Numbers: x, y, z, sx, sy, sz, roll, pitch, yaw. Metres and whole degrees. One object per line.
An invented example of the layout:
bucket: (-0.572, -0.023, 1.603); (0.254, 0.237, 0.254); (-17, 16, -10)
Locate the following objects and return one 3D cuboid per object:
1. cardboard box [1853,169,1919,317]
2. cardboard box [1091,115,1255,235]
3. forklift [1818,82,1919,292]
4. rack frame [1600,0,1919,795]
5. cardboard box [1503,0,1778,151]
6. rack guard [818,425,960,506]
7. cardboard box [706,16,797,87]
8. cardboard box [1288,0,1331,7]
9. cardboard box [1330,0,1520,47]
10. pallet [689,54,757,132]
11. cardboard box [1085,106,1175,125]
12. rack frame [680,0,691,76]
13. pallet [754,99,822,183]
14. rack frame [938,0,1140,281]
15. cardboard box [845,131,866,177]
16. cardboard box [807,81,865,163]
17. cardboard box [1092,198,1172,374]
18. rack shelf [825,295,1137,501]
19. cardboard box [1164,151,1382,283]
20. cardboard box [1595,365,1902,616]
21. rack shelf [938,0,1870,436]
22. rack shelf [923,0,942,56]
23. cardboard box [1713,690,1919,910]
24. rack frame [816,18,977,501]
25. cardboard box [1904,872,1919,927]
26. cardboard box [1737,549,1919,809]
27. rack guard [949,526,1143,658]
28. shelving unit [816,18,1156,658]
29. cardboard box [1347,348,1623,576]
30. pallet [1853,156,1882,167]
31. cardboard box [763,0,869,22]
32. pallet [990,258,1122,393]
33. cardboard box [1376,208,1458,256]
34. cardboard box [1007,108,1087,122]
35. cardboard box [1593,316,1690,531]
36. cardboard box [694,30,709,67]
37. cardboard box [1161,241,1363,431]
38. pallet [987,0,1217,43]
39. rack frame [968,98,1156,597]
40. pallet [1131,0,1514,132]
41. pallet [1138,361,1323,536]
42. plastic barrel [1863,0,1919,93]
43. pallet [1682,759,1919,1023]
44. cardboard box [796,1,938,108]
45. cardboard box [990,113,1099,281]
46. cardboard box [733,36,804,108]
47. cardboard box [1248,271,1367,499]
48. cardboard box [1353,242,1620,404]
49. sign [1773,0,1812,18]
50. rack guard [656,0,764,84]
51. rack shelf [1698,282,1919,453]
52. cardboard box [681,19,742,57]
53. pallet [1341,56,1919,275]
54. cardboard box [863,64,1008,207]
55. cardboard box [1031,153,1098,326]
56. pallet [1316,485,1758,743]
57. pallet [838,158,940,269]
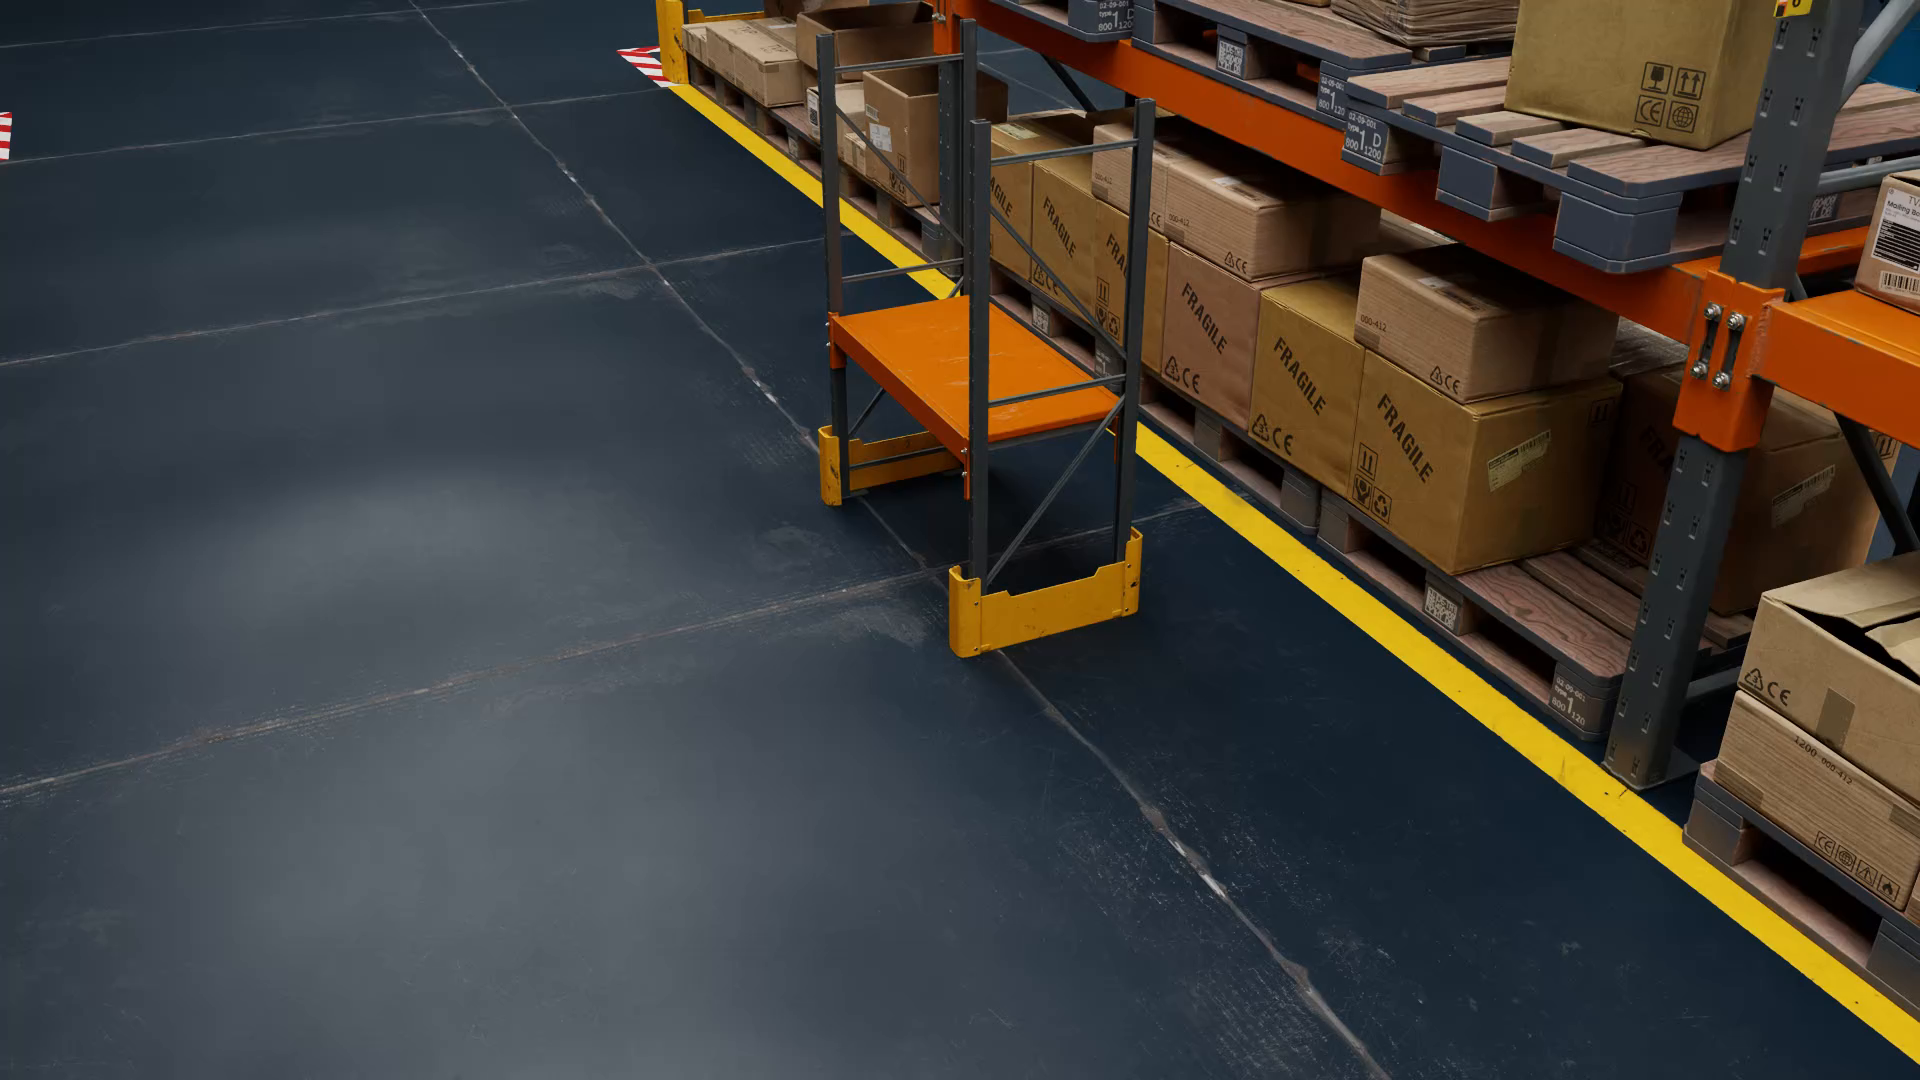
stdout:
cardboard box: (2.220, -0.600, 3.344); (0.500, 0.311, 0.500); (-11, 31, -19)
cardboard box: (0.803, -1.298, 5.836); (0.500, 0.250, 0.500); (-13, 32, -22)
forklift: (3.487, -2.417, 6.563); (1.130, 2.935, 3.031); (-20, 35, -31)
rack frame: (2.103, -0.808, 3.625); (1.000, 3.000, 0.127); (-13, 32, -22)
cardboard box: (1.731, -1.290, 3.952); (0.700, 0.500, 0.500); (-26, 38, -38)
rack guard: (-0.181, -0.295, 5.521); (0.587, 0.250, 0.087); (-13, 32, -22)
cardboard box: (-1.139, -2.814, 9.563); (0.500, 0.250, 0.500); (-13, 32, -22)
cardboard box: (1.200, -2.035, 5.280); (0.700, 0.500, 0.500); (-22, 36, -34)
cardboard box: (1.511, -1.734, 4.744); (0.700, 0.500, 0.500); (-7, 30, -13)
pallet: (-0.955, -2.740, 9.922); (1.003, 0.211, 1.213); (-13, 32, -22)
cardboard box: (0.857, -1.519, 6.998); (0.500, 0.500, 0.500); (-13, 32, -22)
rack frame: (-1.331, -4.342, 9.927); (1.000, 3.000, 0.127); (-13, 32, -22)
pallet: (-0.436, -2.202, 8.962); (1.003, 0.211, 1.213); (-13, 32, -22)
rack frame: (0.386, -2.575, 6.776); (1.000, 3.000, 0.127); (-13, 32, -22)
cardboard box: (-0.330, -1.869, 7.981); (0.380, 0.149, 0.250); (-13, 32, -22)
cardboard box: (-0.437, -2.118, 8.259); (0.500, 0.311, 0.500); (-13, 32, -22)
cardboard box: (0.820, -0.957, 5.995); (0.500, 0.500, 0.500); (-13, 32, -21)
rack shelf: (0.037, -0.460, 4.904); (0.538, 0.185, 1.000); (-13, 32, -22)
cardboard box: (1.019, -1.076, 5.441); (0.500, 0.250, 0.500); (-14, 32, -23)
cardboard box: (2.166, -0.171, 4.594); (0.500, 0.500, 0.500); (-12, 31, -20)
rack shelf: (1.245, -1.378, 5.376); (1.077, 0.370, 4.000); (-13, 32, -22)
rack shelf: (-0.473, -3.145, 8.527); (1.077, 0.370, 4.000); (-13, 32, -22)
cardboard box: (2.063, 0.501, 3.672); (0.500, 0.250, 0.500); (-13, 32, -22)
rack frame: (-0.182, -0.841, 5.216); (0.500, 1.500, 0.032); (-13, 32, -22)
cardboard box: (2.279, 0.723, 3.276); (0.500, 0.250, 0.500); (-14, 32, -23)
cardboard box: (2.063, 0.256, 3.535); (0.500, 0.311, 0.500); (-12, 31, -20)
rack guard: (0.247, 0.145, 4.736); (0.587, 0.250, 0.087); (-13, 32, -22)
shelving unit: (0.033, -0.620, 4.823); (0.587, 1.500, 1.083); (-13, 32, -22)
cardboard box: (1.490, -0.274, 4.778); (0.500, 0.500, 0.500); (-12, 31, -20)
pallet: (5.155, -2.048, 8.686); (1.003, 0.211, 1.213); (-13, 32, -22)
cardboard box: (-0.875, -3.255, 10.095); (0.500, 0.500, 0.500); (-13, 32, -22)
pallet: (0.769, -1.008, 6.831); (1.003, 0.211, 1.213); (-13, 32, -22)
cardboard box: (1.497, -0.853, 5.811); (0.500, 0.500, 0.500); (-14, 32, -24)
cardboard box: (0.401, -1.825, 7.738); (0.500, 0.311, 0.500); (-13, 32, -22)
cardboard box: (1.936, -0.401, 5.005); (0.500, 0.500, 0.500); (-14, 32, -24)
cardboard box: (-1.355, -2.931, 9.857); (0.380, 0.166, 0.250); (-13, 32, -22)
cardboard box: (1.037, -0.733, 5.596); (0.500, 0.500, 0.500); (-14, 32, -24)
pallet: (0.630, -2.116, 6.153); (1.003, 0.211, 1.213); (-13, 32, -22)
rack frame: (0.255, -0.392, 4.416); (0.500, 1.500, 0.032); (-13, 32, -22)
pallet: (1.264, -1.583, 5.202); (1.003, 0.211, 1.213); (-13, 32, -22)
pallet: (1.297, -0.468, 5.869); (1.003, 0.211, 1.213); (-13, 32, -22)
plastic barrel: (5.079, -2.638, 8.603); (0.600, 0.901, 0.708); (-13, 32, -22)
pallet: (2.421, 0.780, 3.644); (1.003, 0.211, 1.213); (-13, 32, -22)
cardboard box: (-0.425, -2.507, 8.757); (0.797, 0.503, 0.637); (-13, 32, -22)
cardboard box: (0.374, -1.412, 6.807); (0.500, 0.500, 0.500); (-15, 32, -24)
cardboard box: (-0.925, -2.593, 9.170); (0.500, 0.250, 0.500); (-13, 32, -22)
cardboard box: (1.268, -0.503, 5.185); (0.500, 0.500, 0.500); (-14, 32, -24)
cardboard box: (1.462, -0.625, 4.637); (0.500, 0.250, 0.500); (-12, 31, -20)
sign: (1.617, -1.161, 3.150); (0.100, 0.325, 0.005); (-13, 32, -22)
rack guard: (-1.299, -3.218, 10.478); (1.175, 0.500, 0.348); (-13, 32, -22)
rack shelf: (2.962, 0.389, 2.225); (1.077, 0.370, 4.000); (-13, 32, -22)
cardboard box: (-1.462, -3.034, 10.058); (0.380, 0.149, 0.250); (-13, 32, -22)
pallet: (1.749, -1.009, 4.179); (1.213, 0.211, 1.003); (-13, 32, -22)
cardboard box: (-0.115, -1.869, 7.622); (0.500, 0.500, 0.500); (-13, 32, -22)
cardboard box: (0.613, -1.179, 6.391); (0.500, 0.500, 0.500); (-13, 32, -21)
pallet: (1.817, 0.070, 4.909); (1.003, 0.211, 1.213); (-13, 32, -22)
pallet: (0.092, -1.663, 7.999); (1.003, 0.211, 1.213); (-13, 32, -22)
